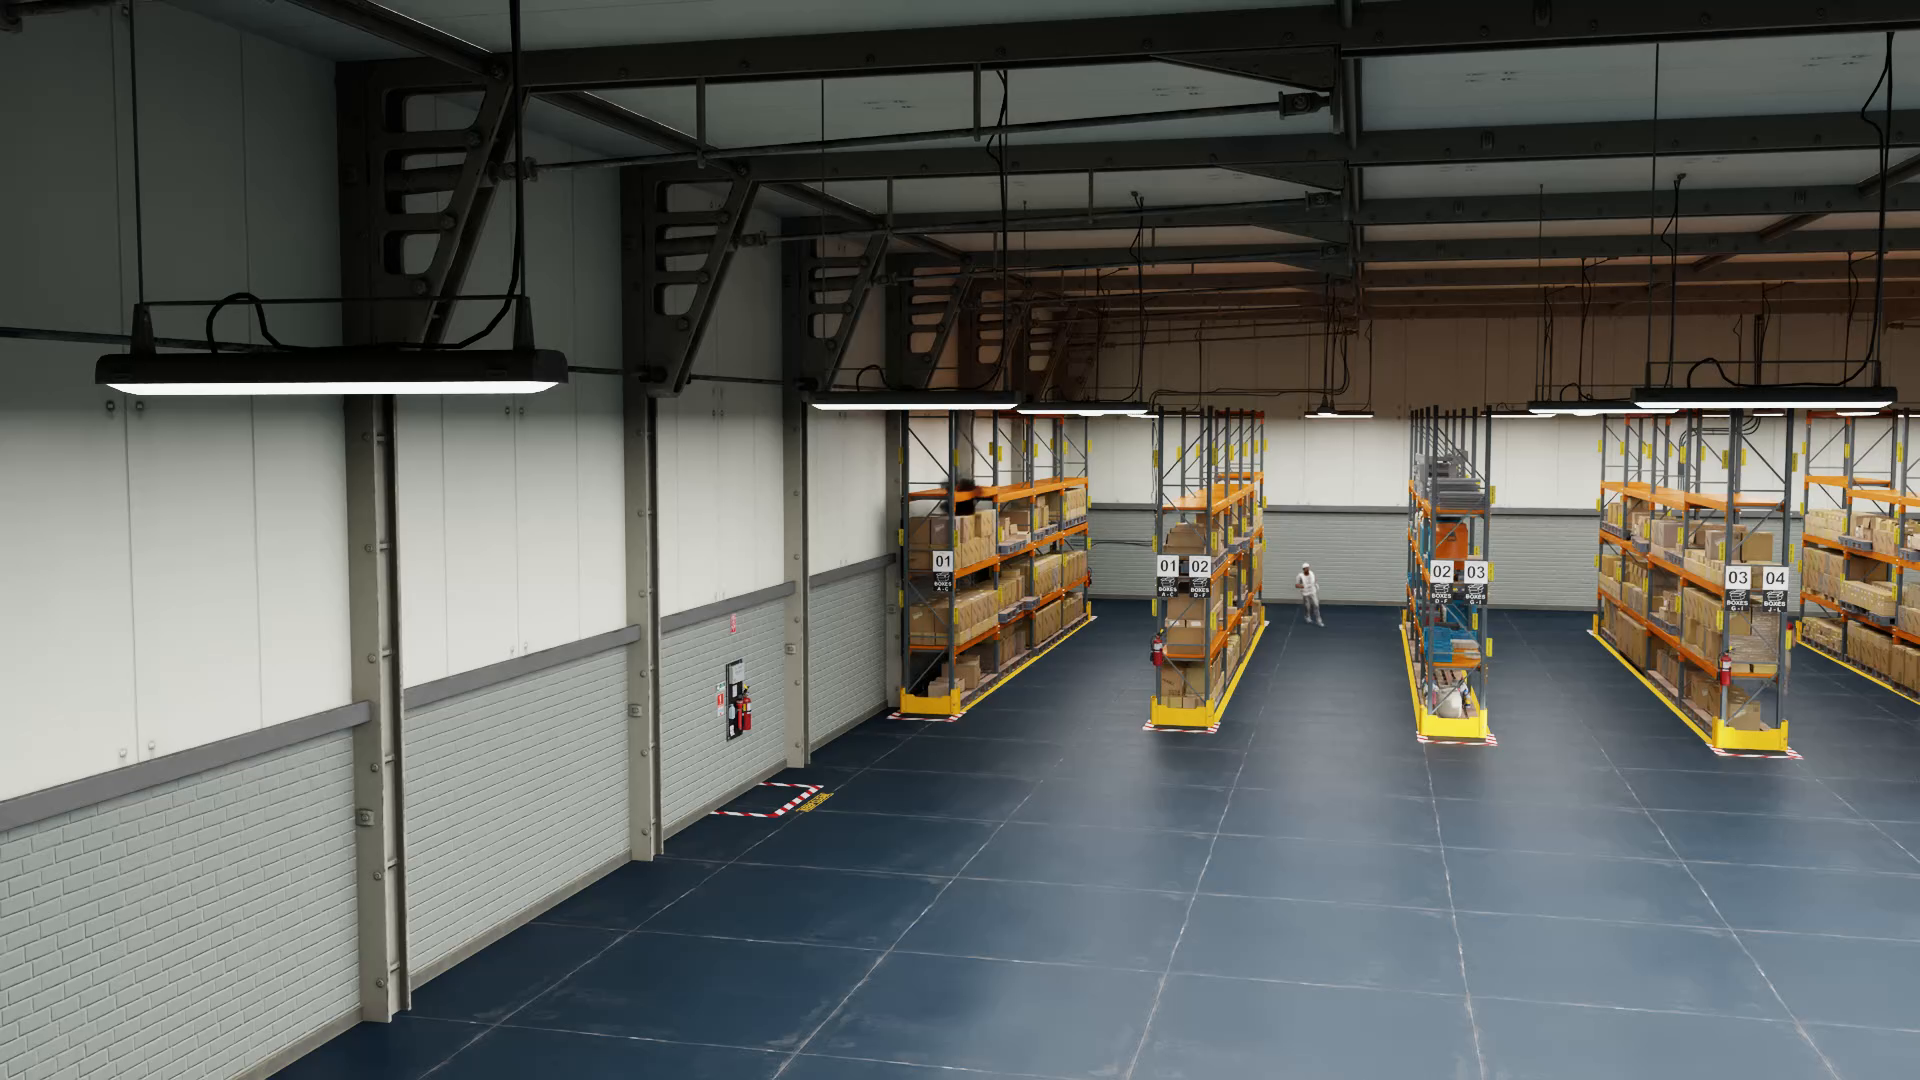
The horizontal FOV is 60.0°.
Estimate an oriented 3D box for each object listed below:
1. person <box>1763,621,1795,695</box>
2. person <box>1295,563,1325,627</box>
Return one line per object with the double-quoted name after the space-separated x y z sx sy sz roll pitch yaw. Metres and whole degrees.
17.277 2.356 35.101 0.671 1.793 0.926 1 4 13 "person"
9.679 1.506 46.376 0.735 1.750 0.931 -1 4 -11 "person"
